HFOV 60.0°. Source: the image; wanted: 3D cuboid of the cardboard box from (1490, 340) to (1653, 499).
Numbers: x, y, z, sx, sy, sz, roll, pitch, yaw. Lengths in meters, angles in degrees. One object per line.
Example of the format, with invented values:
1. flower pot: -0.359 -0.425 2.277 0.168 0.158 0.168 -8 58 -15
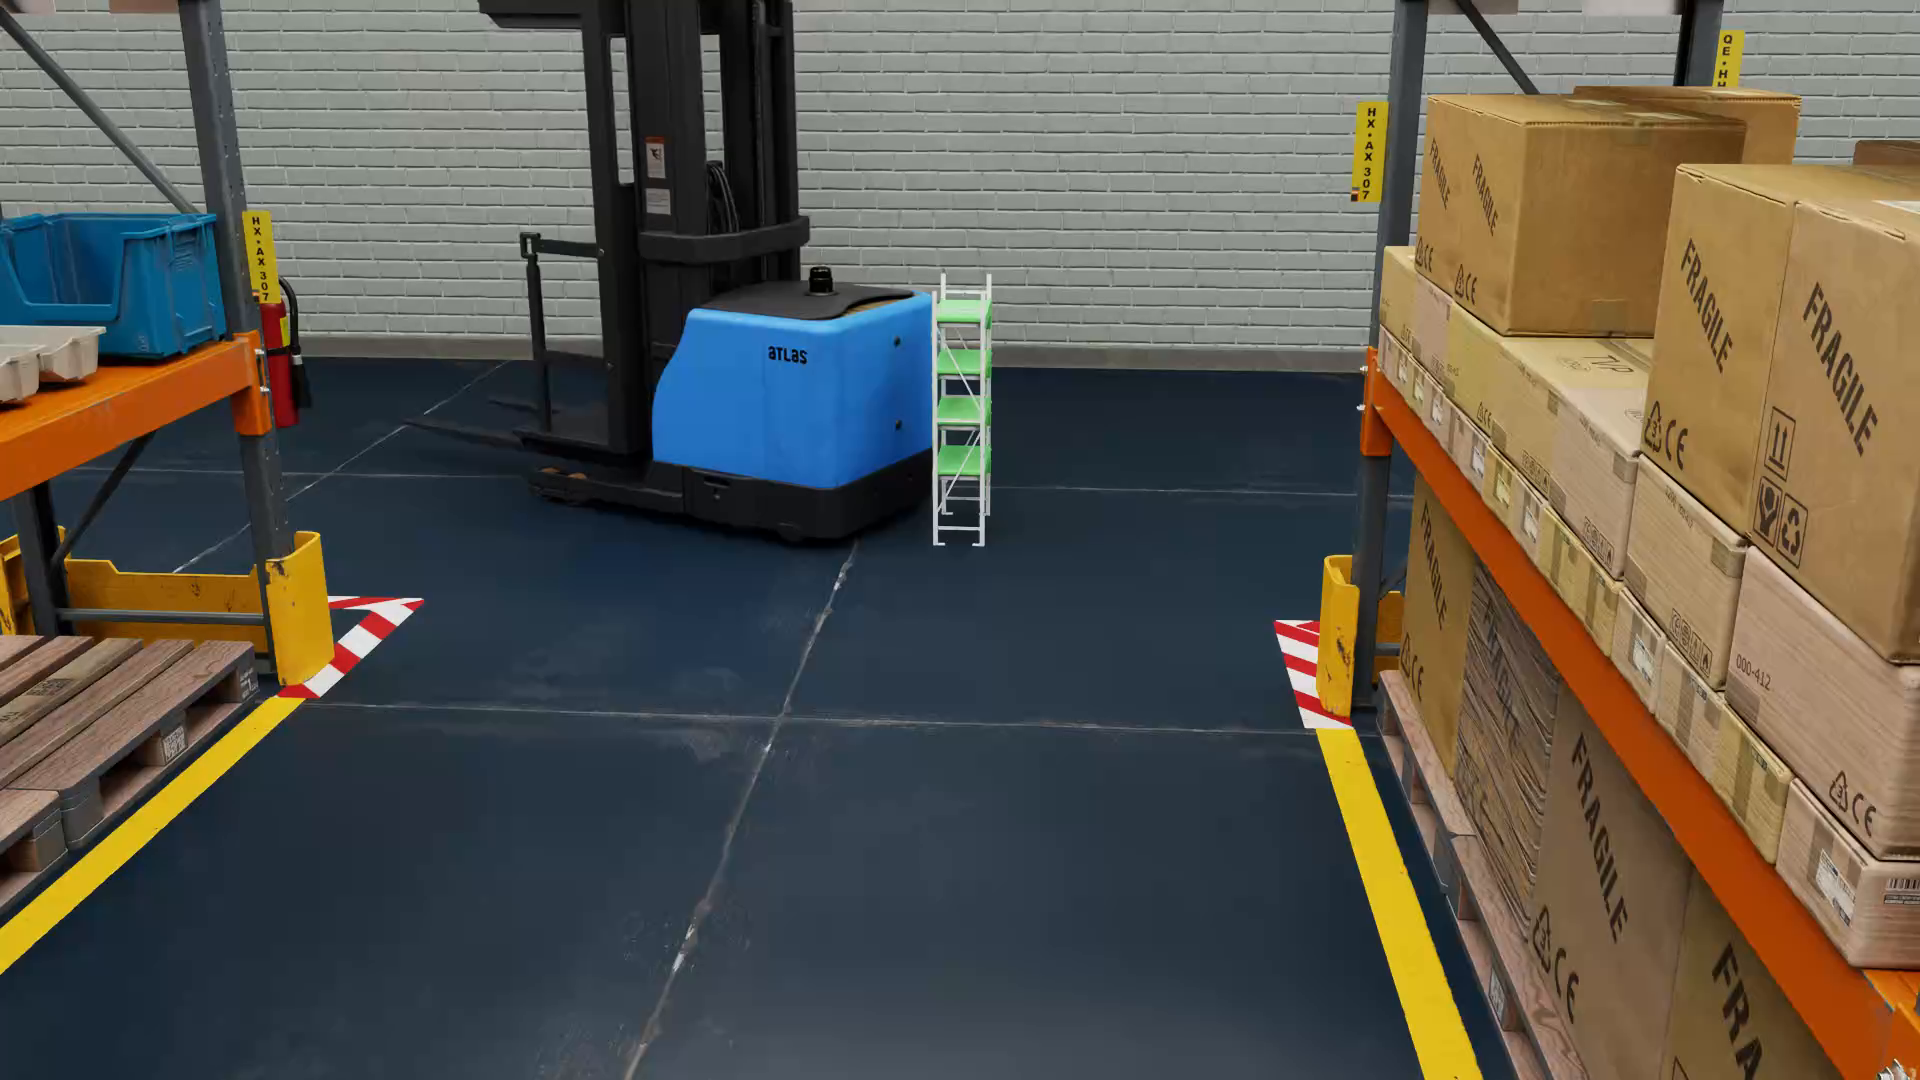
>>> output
1. cardboard box: 1.504 -0.270 3.692 0.500 0.250 0.500 1 18 3

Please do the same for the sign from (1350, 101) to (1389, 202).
1. sign: 1.357 -1.286 5.512 0.100 0.325 0.005 1 18 4

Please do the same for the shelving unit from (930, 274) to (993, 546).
1. shelving unit: 0.012 -0.622 7.893 0.258 1.200 0.503 1 18 4

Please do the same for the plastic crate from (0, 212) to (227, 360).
1. plastic crate: -2.868 -0.870 5.608 0.616 0.435 0.499 1 18 4

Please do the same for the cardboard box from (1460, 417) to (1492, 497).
1. cardboard box: 1.466 -0.201 4.122 0.380 0.149 0.250 1 18 3

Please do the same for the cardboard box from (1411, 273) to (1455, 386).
1. cardboard box: 1.576 -0.588 4.663 0.500 0.250 0.500 1 18 3

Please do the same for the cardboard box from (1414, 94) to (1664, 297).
1. cardboard box: 1.571 -0.951 4.566 0.500 0.500 0.500 1 18 3

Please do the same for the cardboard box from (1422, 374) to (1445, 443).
1. cardboard box: 1.503 -0.360 4.608 0.380 0.149 0.250 1 18 3

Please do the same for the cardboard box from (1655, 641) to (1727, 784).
1. cardboard box: 1.355 0.278 2.662 0.380 0.149 0.250 1 18 3

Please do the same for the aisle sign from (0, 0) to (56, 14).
1. aisle sign: -3.321 -2.197 5.637 0.394 0.787 0.004 1 18 4

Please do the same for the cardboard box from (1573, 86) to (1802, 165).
1. cardboard box: 2.137 -1.092 4.996 0.500 0.500 0.500 2 18 5

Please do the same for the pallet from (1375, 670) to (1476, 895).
1. pallet: 1.931 0.753 5.287 1.003 0.211 1.213 1 18 4

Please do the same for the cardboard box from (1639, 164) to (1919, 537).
1. cardboard box: 1.430 -0.311 2.613 0.500 0.500 0.500 1 18 4

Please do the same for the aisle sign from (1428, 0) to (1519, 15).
1. aisle sign: 1.616 -2.087 5.300 0.394 0.787 0.004 1 18 4

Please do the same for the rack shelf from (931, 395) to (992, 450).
1. rack shelf: 0.012 -0.561 7.913 0.258 0.148 0.480 1 18 4

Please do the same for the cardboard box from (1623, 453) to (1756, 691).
1. cardboard box: 1.428 0.046 2.729 0.500 0.250 0.500 2 18 6

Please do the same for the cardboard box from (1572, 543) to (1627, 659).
1. cardboard box: 1.392 0.118 3.150 0.380 0.149 0.250 2 18 5

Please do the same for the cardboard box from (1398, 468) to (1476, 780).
1. cardboard box: 1.944 0.188 5.269 0.875 0.875 0.875 1 18 4

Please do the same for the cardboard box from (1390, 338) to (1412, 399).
1. cardboard box: 1.539 -0.520 5.098 0.380 0.149 0.250 1 18 3

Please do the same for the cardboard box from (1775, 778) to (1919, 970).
1. cardboard box: 1.319 0.437 2.175 0.380 0.149 0.250 1 18 4

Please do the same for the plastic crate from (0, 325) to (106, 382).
1. plastic crate: -2.908 -0.579 5.200 0.396 0.136 0.243 1 18 4

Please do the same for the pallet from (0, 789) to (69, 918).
1. pallet: -3.218 1.025 4.455 1.003 0.211 1.213 1 18 4

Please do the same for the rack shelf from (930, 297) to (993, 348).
1. rack shelf: 0.012 -1.017 7.764 0.258 0.148 0.480 1 18 4

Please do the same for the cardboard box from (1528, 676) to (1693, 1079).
1. cardboard box: 1.815 0.747 3.563 0.875 0.875 0.875 1 18 4

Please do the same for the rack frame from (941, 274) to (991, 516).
1. rack frame: 0.029 -0.697 8.124 0.240 1.200 0.015 1 18 4

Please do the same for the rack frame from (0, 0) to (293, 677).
1. rack frame: -3.030 -0.933 5.953 1.000 3.000 0.127 1 18 4

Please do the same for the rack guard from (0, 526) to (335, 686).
1. rack guard: -3.041 0.247 6.366 1.175 0.500 0.348 1 18 4

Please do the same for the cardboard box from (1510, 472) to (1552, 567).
1. cardboard box: 1.430 -0.041 3.634 0.380 0.149 0.250 2 18 5

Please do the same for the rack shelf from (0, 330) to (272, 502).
1. rack shelf: -3.173 0.030 4.170 1.077 0.370 4.000 1 18 4

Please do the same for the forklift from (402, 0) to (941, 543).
1. forklift: -1.627 -1.696 8.393 3.031 2.935 1.130 10 21 29
